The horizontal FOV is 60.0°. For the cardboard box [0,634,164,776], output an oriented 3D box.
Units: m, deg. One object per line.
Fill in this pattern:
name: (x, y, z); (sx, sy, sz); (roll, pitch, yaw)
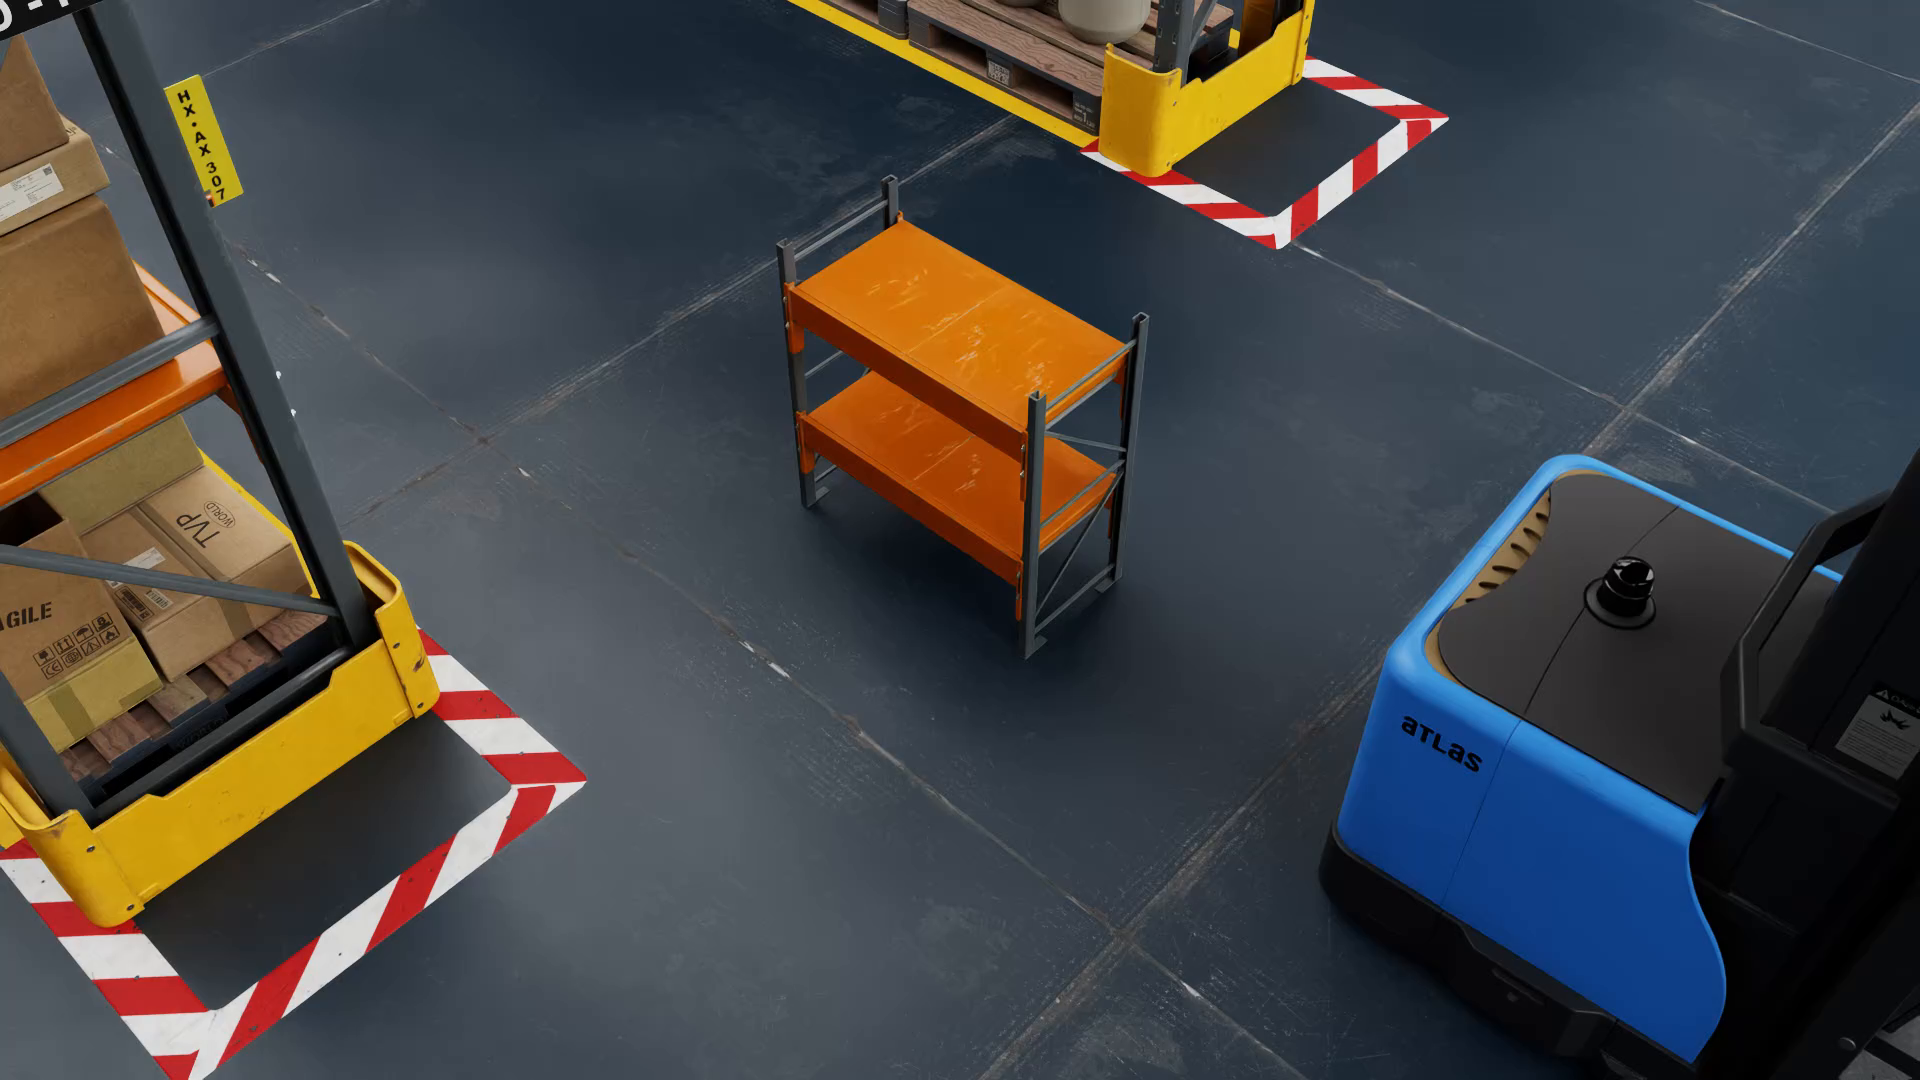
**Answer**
cardboard box: (-2.761, 0.374, 4.939); (0.500, 0.250, 0.500); (34, 55, 28)

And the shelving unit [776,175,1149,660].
shelving unit: (-0.005, -0.388, 5.343); (1.048, 1.125, 0.538); (34, 55, 28)

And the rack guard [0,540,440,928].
rack guard: (-2.149, 0.551, 4.890); (0.348, 0.500, 1.175); (34, 55, 28)

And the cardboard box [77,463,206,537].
cardboard box: (-2.780, -0.149, 5.430); (0.500, 0.250, 0.500); (34, 55, 28)

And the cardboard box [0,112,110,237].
cardboard box: (-2.309, -0.882, 4.007); (0.250, 0.149, 0.380); (34, 55, 27)

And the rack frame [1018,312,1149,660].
rack frame: (0.369, -0.137, 5.107); (0.032, 1.125, 0.500); (34, 55, 28)

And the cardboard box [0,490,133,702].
cardboard box: (-2.763, 0.119, 4.665); (0.500, 0.500, 0.500); (34, 55, 28)

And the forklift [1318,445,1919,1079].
forklift: (2.482, 0.427, 3.338); (3.031, 2.935, 1.130); (31, 54, 26)

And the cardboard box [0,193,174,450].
cardboard box: (-2.501, -0.588, 4.176); (0.500, 0.500, 0.700); (34, 55, 28)

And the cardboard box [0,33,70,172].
cardboard box: (-2.540, -1.058, 3.728); (0.500, 0.500, 0.700); (34, 55, 28)

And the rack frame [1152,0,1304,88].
rack frame: (1.196, -2.968, 6.479); (0.127, 3.000, 1.000); (34, 55, 28)

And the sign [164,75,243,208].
sign: (-1.786, -0.934, 3.921); (0.005, 0.325, 0.100); (34, 55, 28)

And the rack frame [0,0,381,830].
rack frame: (-2.167, -0.316, 3.989); (0.127, 3.000, 1.000); (34, 55, 28)

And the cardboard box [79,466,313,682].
cardboard box: (-2.410, 0.097, 5.200); (0.500, 0.250, 0.500); (34, 55, 28)

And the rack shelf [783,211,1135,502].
rack shelf: (-0.005, -0.589, 5.130); (1.000, 0.278, 0.538); (34, 55, 28)

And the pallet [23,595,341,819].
pallet: (-2.757, 0.282, 5.340); (1.213, 0.211, 1.003); (34, 55, 28)

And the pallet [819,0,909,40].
pallet: (-0.378, -3.034, 8.454); (1.213, 0.211, 1.003); (34, 55, 28)

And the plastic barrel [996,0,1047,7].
plastic barrel: (0.292, -2.793, 7.733); (0.421, 0.512, 0.421); (0, 47, 0)

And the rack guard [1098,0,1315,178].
rack guard: (1.108, -2.125, 7.402); (0.348, 0.500, 1.175); (34, 55, 28)

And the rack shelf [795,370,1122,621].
rack shelf: (-0.005, -0.221, 5.521); (1.000, 0.278, 0.538); (34, 55, 28)

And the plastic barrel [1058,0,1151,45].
plastic barrel: (0.660, -2.545, 7.500); (0.421, 0.512, 0.421); (0, 47, 0)

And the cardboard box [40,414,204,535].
cardboard box: (-2.779, -0.406, 5.157); (0.500, 0.500, 0.500); (34, 55, 28)

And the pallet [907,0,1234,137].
pallet: (0.514, -2.431, 7.887); (1.213, 0.211, 1.003); (34, 55, 28)

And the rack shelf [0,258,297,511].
rack shelf: (-3.636, -1.059, 5.180); (4.000, 0.370, 1.077); (34, 55, 28)

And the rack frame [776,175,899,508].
rack frame: (-0.379, -0.640, 5.579); (0.032, 1.125, 0.500); (34, 55, 28)
